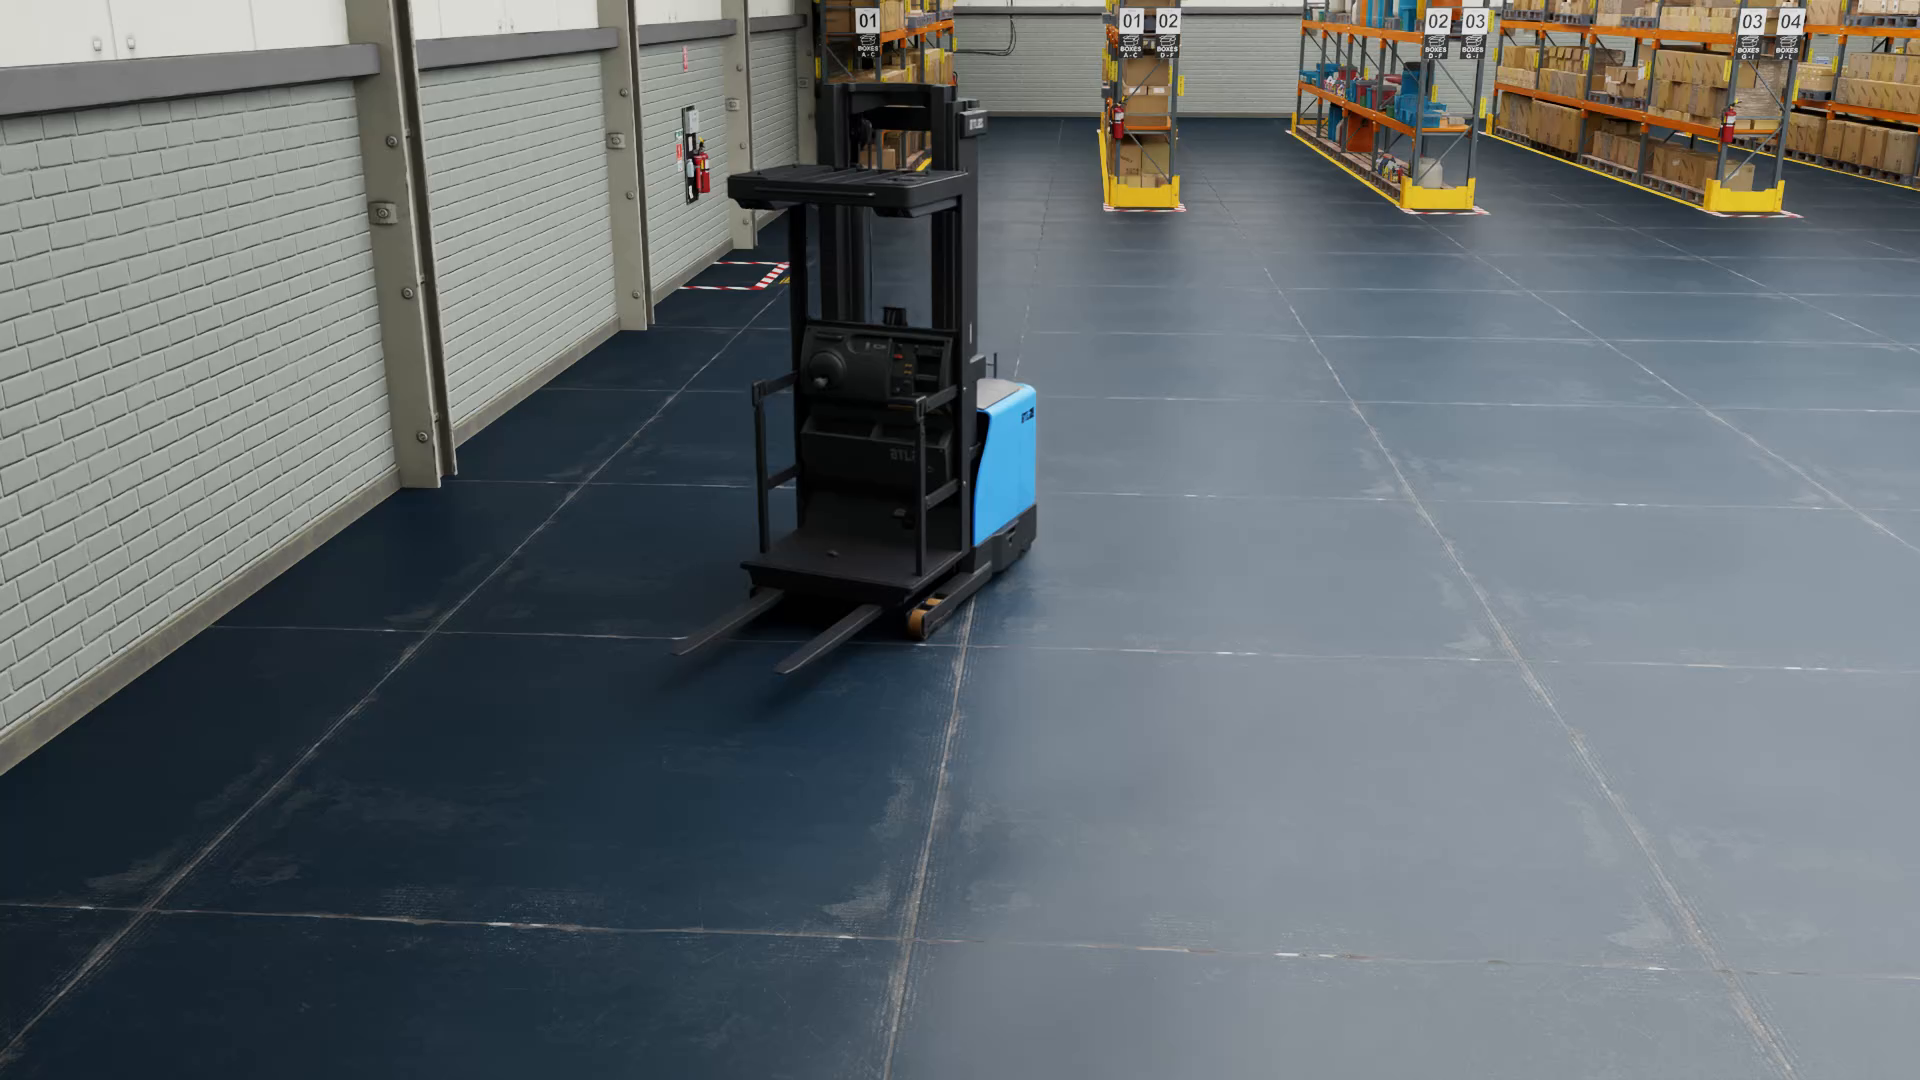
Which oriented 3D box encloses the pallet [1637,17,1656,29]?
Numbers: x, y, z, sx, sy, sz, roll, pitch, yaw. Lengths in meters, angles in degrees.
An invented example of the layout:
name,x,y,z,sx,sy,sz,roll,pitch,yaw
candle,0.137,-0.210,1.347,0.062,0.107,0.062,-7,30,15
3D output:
name,x,y,z,sx,sy,sz,roll,pitch,yaw
pallet,13.434,-9.658,31.064,1.213,0.211,1.003,1,18,4

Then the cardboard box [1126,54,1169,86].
name,x,y,z,sx,sy,sz,roll,pitch,yaw
cardboard box,3.166,-7.937,28.086,0.700,0.500,0.500,1,18,4

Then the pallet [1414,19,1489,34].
name,x,y,z,sx,sy,sz,roll,pitch,yaw
pallet,8.213,-8.591,27.810,1.003,0.211,1.213,1,18,4

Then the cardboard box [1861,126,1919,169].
name,x,y,z,sx,sy,sz,roll,pitch,yaw
cardboard box,18.251,-7.615,32.284,1.050,0.750,0.750,1,18,4

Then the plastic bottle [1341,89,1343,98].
name,x,y,z,sx,sy,sz,roll,pitch,yaw
plastic bottle,8.283,-9.663,35.916,0.097,0.201,0.097,0,18,0

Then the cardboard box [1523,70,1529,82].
name,x,y,z,sx,sy,sz,roll,pitch,yaw
cardboard box,13.661,-10.991,39.411,0.500,0.250,0.500,2,18,6

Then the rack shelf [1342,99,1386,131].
name,x,y,z,sx,sy,sz,roll,pitch,yaw
rack shelf,8.486,-8.522,33.269,1.077,0.370,4.000,1,18,4

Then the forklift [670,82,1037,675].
name,x,y,z,sx,sy,sz,roll,pitch,yaw
forklift,-0.562,-0.995,9.251,1.130,2.935,3.031,8,20,22

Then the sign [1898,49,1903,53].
name,x,y,z,sx,sy,sz,roll,pitch,yaw
sign,23.475,-12.101,41.520,0.100,0.325,0.005,1,18,4

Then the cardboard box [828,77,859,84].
name,x,y,z,sx,sy,sz,roll,pitch,yaw
cardboard box,-2.004,-7.667,28.510,0.500,0.500,0.500,1,18,3

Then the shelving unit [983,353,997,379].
name,x,y,z,sx,sy,sz,roll,pitch,yaw
shelving unit,0.092,-0.631,10.921,0.258,1.200,0.189,8,20,22

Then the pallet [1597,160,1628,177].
name,x,y,z,sx,sy,sz,roll,pitch,yaw
pallet,13.422,-7.429,33.256,1.003,0.211,1.213,1,18,4

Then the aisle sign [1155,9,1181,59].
name,x,y,z,sx,sy,sz,roll,pitch,yaw
aisle sign,3.417,-8.320,27.323,0.394,0.787,0.004,1,18,4

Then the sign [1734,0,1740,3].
name,x,y,z,sx,sy,sz,roll,pitch,yaw
sign,12.444,-8.755,26.585,0.100,0.325,0.005,1,18,4

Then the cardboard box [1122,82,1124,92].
name,x,y,z,sx,sy,sz,roll,pitch,yaw
cardboard box,3.027,-7.911,29.048,0.380,0.149,0.250,2,18,6

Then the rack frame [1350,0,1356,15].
name,x,y,z,sx,sy,sz,roll,pitch,yaw
rack frame,8.630,-12.336,34.119,1.000,3.000,0.127,1,18,4

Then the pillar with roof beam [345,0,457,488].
name,x,y,z,sx,sy,sz,roll,pitch,yaw
pillar with roof beam,0.365,-4.623,10.579,9.100,9.000,0.400,1,18,4

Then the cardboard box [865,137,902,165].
name,x,y,z,sx,sy,sz,roll,pitch,yaw
cardboard box,-1.502,-7.714,32.956,0.700,0.500,0.500,2,18,6

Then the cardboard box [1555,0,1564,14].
name,x,y,z,sx,sy,sz,roll,pitch,yaw
cardboard box,13.825,-12.109,37.409,0.700,0.500,0.500,2,18,5

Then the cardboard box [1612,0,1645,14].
name,x,y,z,sx,sy,sz,roll,pitch,yaw
cardboard box,13.211,-10.631,32.770,0.500,0.500,0.500,1,18,2

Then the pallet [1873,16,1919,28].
name,x,y,z,sx,sy,sz,roll,pitch,yaw
pallet,18.439,-10.020,32.170,1.003,0.211,1.213,2,18,6

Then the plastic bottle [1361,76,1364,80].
name,x,y,z,sx,sy,sz,roll,pitch,yaw
plastic bottle,9.164,-10.354,37.783,0.144,0.351,0.185,1,18,4

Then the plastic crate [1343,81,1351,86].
name,x,y,z,sx,sy,sz,roll,pitch,yaw
plastic crate,9.092,-10.772,39.308,0.396,0.136,0.243,1,18,4

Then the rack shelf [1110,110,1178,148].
name,x,y,z,sx,sy,sz,roll,pitch,yaw
rack shelf,3.259,-7.392,29.819,1.077,0.370,4.000,1,18,4

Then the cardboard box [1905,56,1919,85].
name,x,y,z,sx,sy,sz,roll,pitch,yaw
cardboard box,18.288,-8.827,31.278,0.700,0.500,0.500,1,18,3

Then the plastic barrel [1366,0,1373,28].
name,x,y,z,sx,sy,sz,roll,pitch,yaw
plastic barrel,8.257,-10.476,32.453,0.600,0.901,0.708,1,18,4

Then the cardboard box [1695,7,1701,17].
name,x,y,z,sx,sy,sz,roll,pitch,yaw
cardboard box,12.912,-9.095,28.647,0.380,0.149,0.250,2,18,5

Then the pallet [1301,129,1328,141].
name,x,y,z,sx,sy,sz,roll,pitch,yaw
pallet,9.015,-10.012,41.138,1.003,0.211,1.213,1,18,4

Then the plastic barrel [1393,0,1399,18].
name,x,y,z,sx,sy,sz,roll,pitch,yaw
plastic barrel,8.116,-9.792,30.317,0.421,0.512,0.421,0,18,0

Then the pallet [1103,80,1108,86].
name,x,y,z,sx,sy,sz,roll,pitch,yaw
pallet,3.810,-10.502,38.465,1.003,0.211,1.213,1,18,4

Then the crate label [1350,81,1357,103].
name,x,y,z,sx,sy,sz,roll,pitch,yaw
crate label,8.289,-9.199,34.124,0.502,0.435,0.616,1,18,4

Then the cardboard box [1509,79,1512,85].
name,x,y,z,sx,sy,sz,roll,pitch,yaw
cardboard box,13.699,-11.238,40.805,0.380,0.149,0.250,1,18,3

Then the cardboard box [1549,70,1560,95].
name,x,y,z,sx,sy,sz,roll,pitch,yaw
cardboard box,13.503,-10.216,37.122,0.500,0.500,0.500,1,18,3

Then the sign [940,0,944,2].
name,x,y,z,sx,sy,sz,roll,pitch,yaw
sign,-0.423,-12.760,38.895,0.100,0.325,0.005,1,18,4

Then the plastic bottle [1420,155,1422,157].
name,x,y,z,sx,sy,sz,roll,pitch,yaw
plastic bottle,8.584,-6.987,30.976,0.144,0.351,0.185,1,18,2

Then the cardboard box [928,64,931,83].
name,x,y,z,sx,sy,sz,roll,pitch,yaw
cardboard box,-0.915,-10.212,36.602,0.500,0.500,0.500,2,18,6

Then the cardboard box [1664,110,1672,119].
name,x,y,z,sx,sy,sz,roll,pitch,yaw
cardboard box,12.879,-7.643,29.834,0.380,0.149,0.250,1,18,4

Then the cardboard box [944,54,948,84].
name,x,y,z,sx,sy,sz,roll,pitch,yaw
cardboard box,-0.810,-11.712,41.368,0.980,0.700,0.700,0,18,1

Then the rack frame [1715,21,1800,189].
name,x,y,z,sx,sy,sz,roll,pitch,yaw
rack frame,12.996,-6.890,27.133,1.000,3.000,0.127,1,18,4

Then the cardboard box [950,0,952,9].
name,x,y,z,sx,sy,sz,roll,pitch,yaw
cardboard box,-0.466,-13.559,42.074,0.500,0.250,0.500,2,18,6

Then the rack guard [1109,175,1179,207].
name,x,y,z,sx,sy,sz,roll,pitch,yaw
rack guard,3.114,-5.917,28.178,1.175,0.500,0.348,1,18,4

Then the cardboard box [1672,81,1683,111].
name,x,y,z,sx,sy,sz,roll,pitch,yaw
cardboard box,13.183,-7.871,29.488,0.875,0.500,0.500,1,18,4

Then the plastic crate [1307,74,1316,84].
name,x,y,z,sx,sy,sz,roll,pitch,yaw
plastic crate,8.741,-11.347,40.909,0.416,0.233,0.300,1,18,4

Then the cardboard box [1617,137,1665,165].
name,x,y,z,sx,sy,sz,roll,pitch,yaw
cardboard box,13.441,-7.665,32.807,0.700,0.500,0.500,0,18,-1

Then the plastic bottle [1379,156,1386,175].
name,x,y,z,sx,sy,sz,roll,pitch,yaw
plastic bottle,7.871,-6.952,30.869,0.144,0.351,0.185,2,18,5

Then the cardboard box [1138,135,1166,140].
name,x,y,z,sx,sy,sz,roll,pitch,yaw
cardboard box,3.508,-7.145,30.447,0.500,0.500,0.500,1,18,4
